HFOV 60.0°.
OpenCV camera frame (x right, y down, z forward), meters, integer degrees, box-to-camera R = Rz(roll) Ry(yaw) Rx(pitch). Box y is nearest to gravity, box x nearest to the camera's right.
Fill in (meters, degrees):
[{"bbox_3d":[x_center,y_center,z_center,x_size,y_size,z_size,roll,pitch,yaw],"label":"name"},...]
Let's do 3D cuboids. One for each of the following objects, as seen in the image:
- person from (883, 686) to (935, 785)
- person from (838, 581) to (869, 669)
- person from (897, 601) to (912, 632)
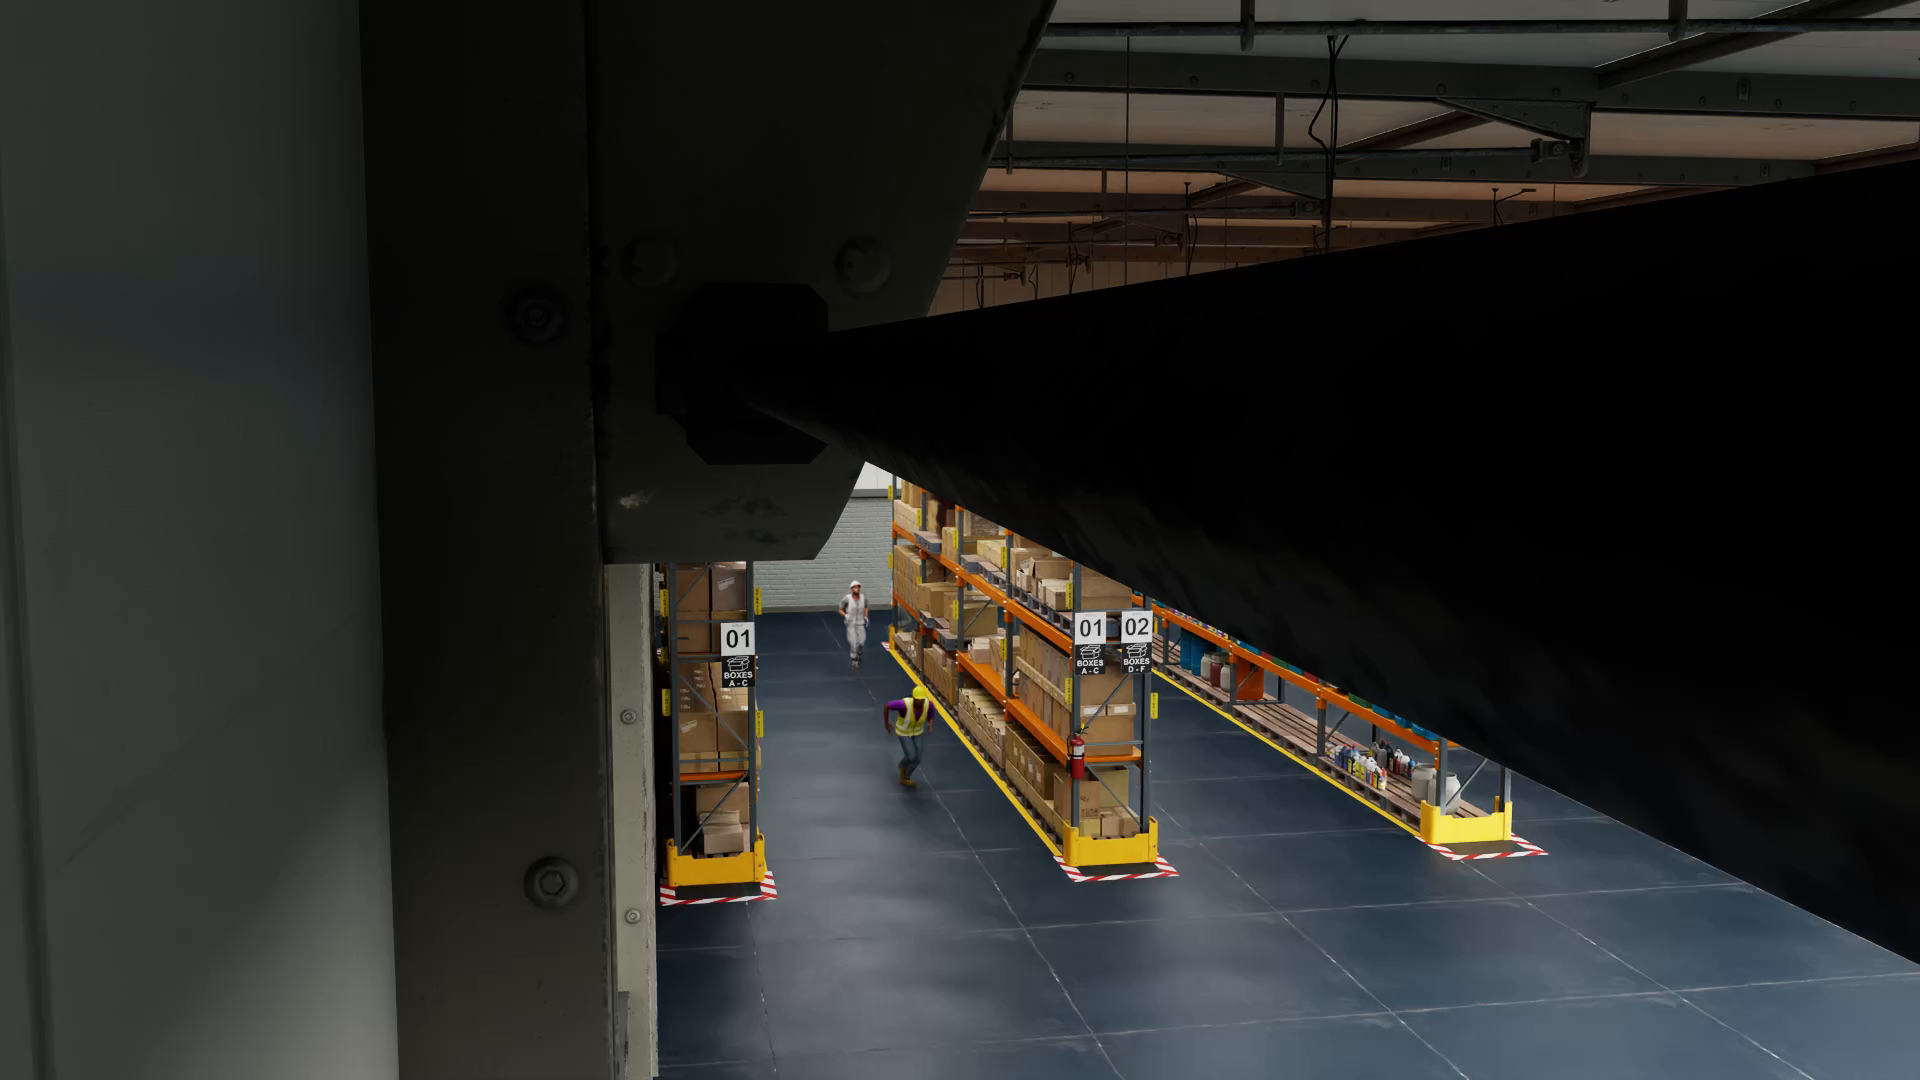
[{"bbox_3d":[-0.741,2.900,24.523,0.734,1.577,0.830,-3,7,-25],"label":"person"},{"bbox_3d":[-2.045,1.665,32.473,0.636,1.746,0.577,-2,6,-18],"label":"person"},{"bbox_3d":[-1.351,1.473,37.489,0.505,1.652,0.630,-1,6,-12],"label":"person"}]
